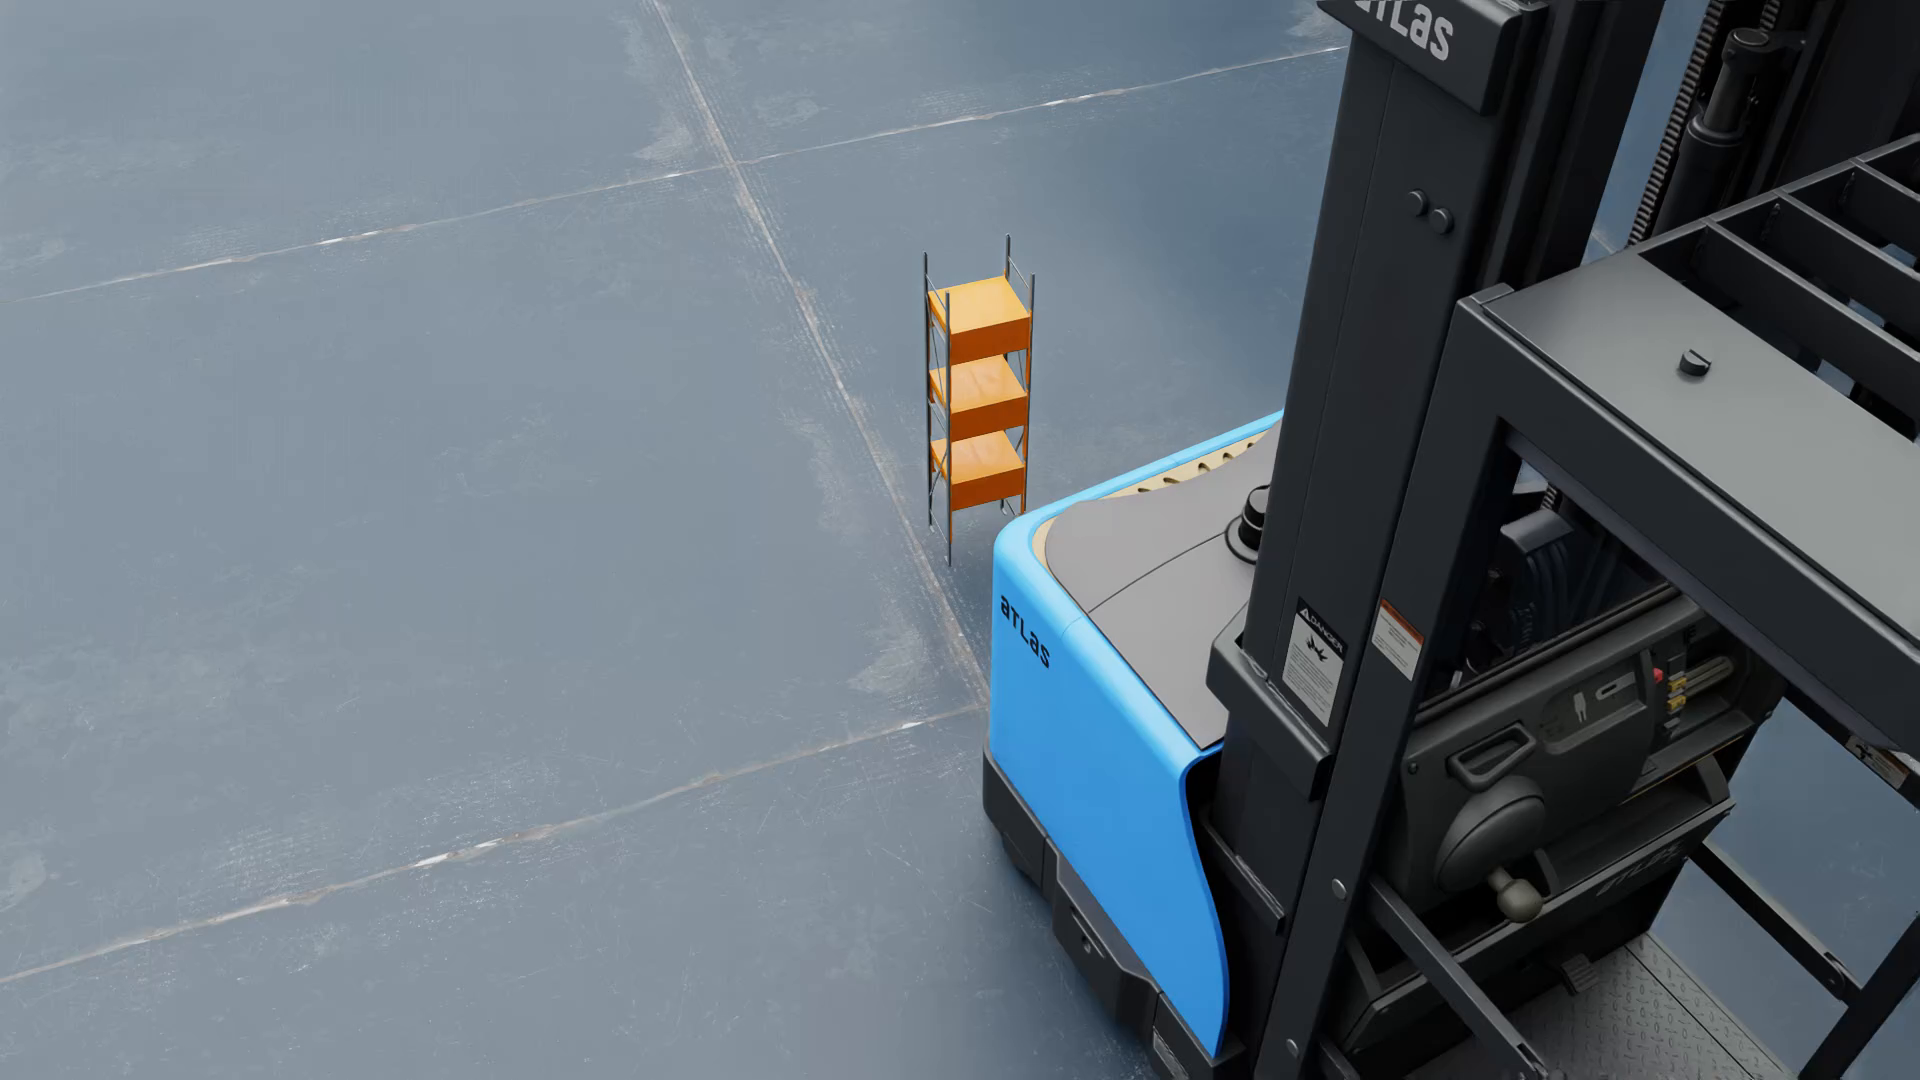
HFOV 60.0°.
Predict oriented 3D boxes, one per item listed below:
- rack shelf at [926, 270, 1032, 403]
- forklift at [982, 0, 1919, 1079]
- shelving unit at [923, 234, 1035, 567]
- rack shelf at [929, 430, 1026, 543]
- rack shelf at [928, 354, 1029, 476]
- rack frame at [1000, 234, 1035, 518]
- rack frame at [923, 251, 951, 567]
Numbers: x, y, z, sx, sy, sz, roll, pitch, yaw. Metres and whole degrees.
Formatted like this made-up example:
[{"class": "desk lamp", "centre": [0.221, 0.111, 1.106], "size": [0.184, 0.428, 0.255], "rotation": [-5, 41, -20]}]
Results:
[{"class": "rack shelf", "centre": [0.050, -0.576, 4.697], "size": [0.240, 0.259, 0.215], "rotation": [-14, 47, -14]}, {"class": "forklift", "centre": [1.228, 0.430, 2.752], "size": [1.130, 2.935, 3.031], "rotation": [-22, 49, -21]}, {"class": "shelving unit", "centre": [0.050, -0.383, 4.891], "size": [0.252, 1.050, 0.215], "rotation": [-14, 47, -14]}, {"class": "rack shelf", "centre": [0.050, -0.180, 5.095], "size": [0.240, 0.259, 0.215], "rotation": [-14, 47, -14]}, {"class": "rack shelf", "centre": [0.050, -0.376, 4.898], "size": [0.240, 0.259, 0.215], "rotation": [-14, 47, -14]}, {"class": "rack frame", "centre": [0.165, -0.413, 4.920], "size": [0.008, 1.050, 0.200], "rotation": [-14, 47, -14]}, {"class": "rack frame", "centre": [-0.064, -0.354, 4.862], "size": [0.008, 1.050, 0.200], "rotation": [-14, 47, -14]}]
